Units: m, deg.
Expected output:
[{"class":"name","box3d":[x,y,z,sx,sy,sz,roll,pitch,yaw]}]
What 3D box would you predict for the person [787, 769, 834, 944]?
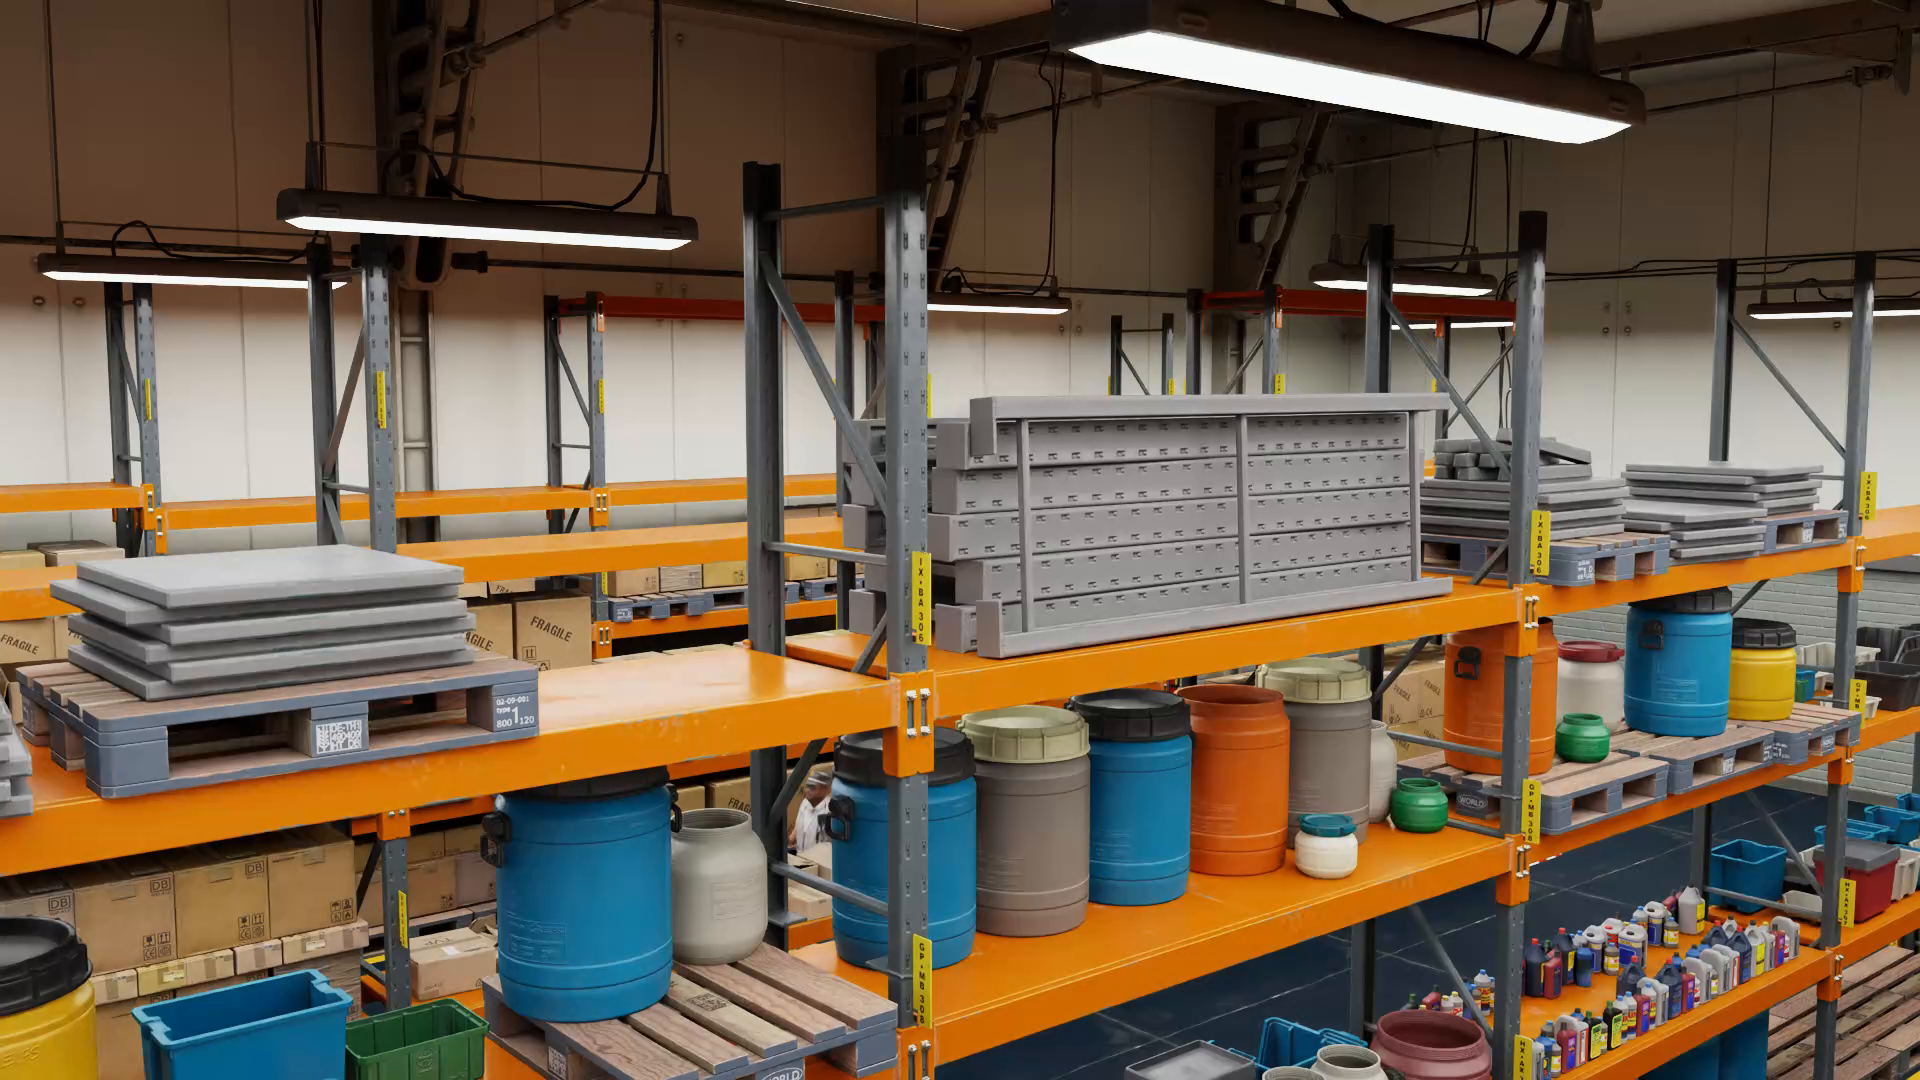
[{"class":"person","box3d":[-1.182,2.903,14.621,0.937,1.838,0.693,-5,8,-43]}]
